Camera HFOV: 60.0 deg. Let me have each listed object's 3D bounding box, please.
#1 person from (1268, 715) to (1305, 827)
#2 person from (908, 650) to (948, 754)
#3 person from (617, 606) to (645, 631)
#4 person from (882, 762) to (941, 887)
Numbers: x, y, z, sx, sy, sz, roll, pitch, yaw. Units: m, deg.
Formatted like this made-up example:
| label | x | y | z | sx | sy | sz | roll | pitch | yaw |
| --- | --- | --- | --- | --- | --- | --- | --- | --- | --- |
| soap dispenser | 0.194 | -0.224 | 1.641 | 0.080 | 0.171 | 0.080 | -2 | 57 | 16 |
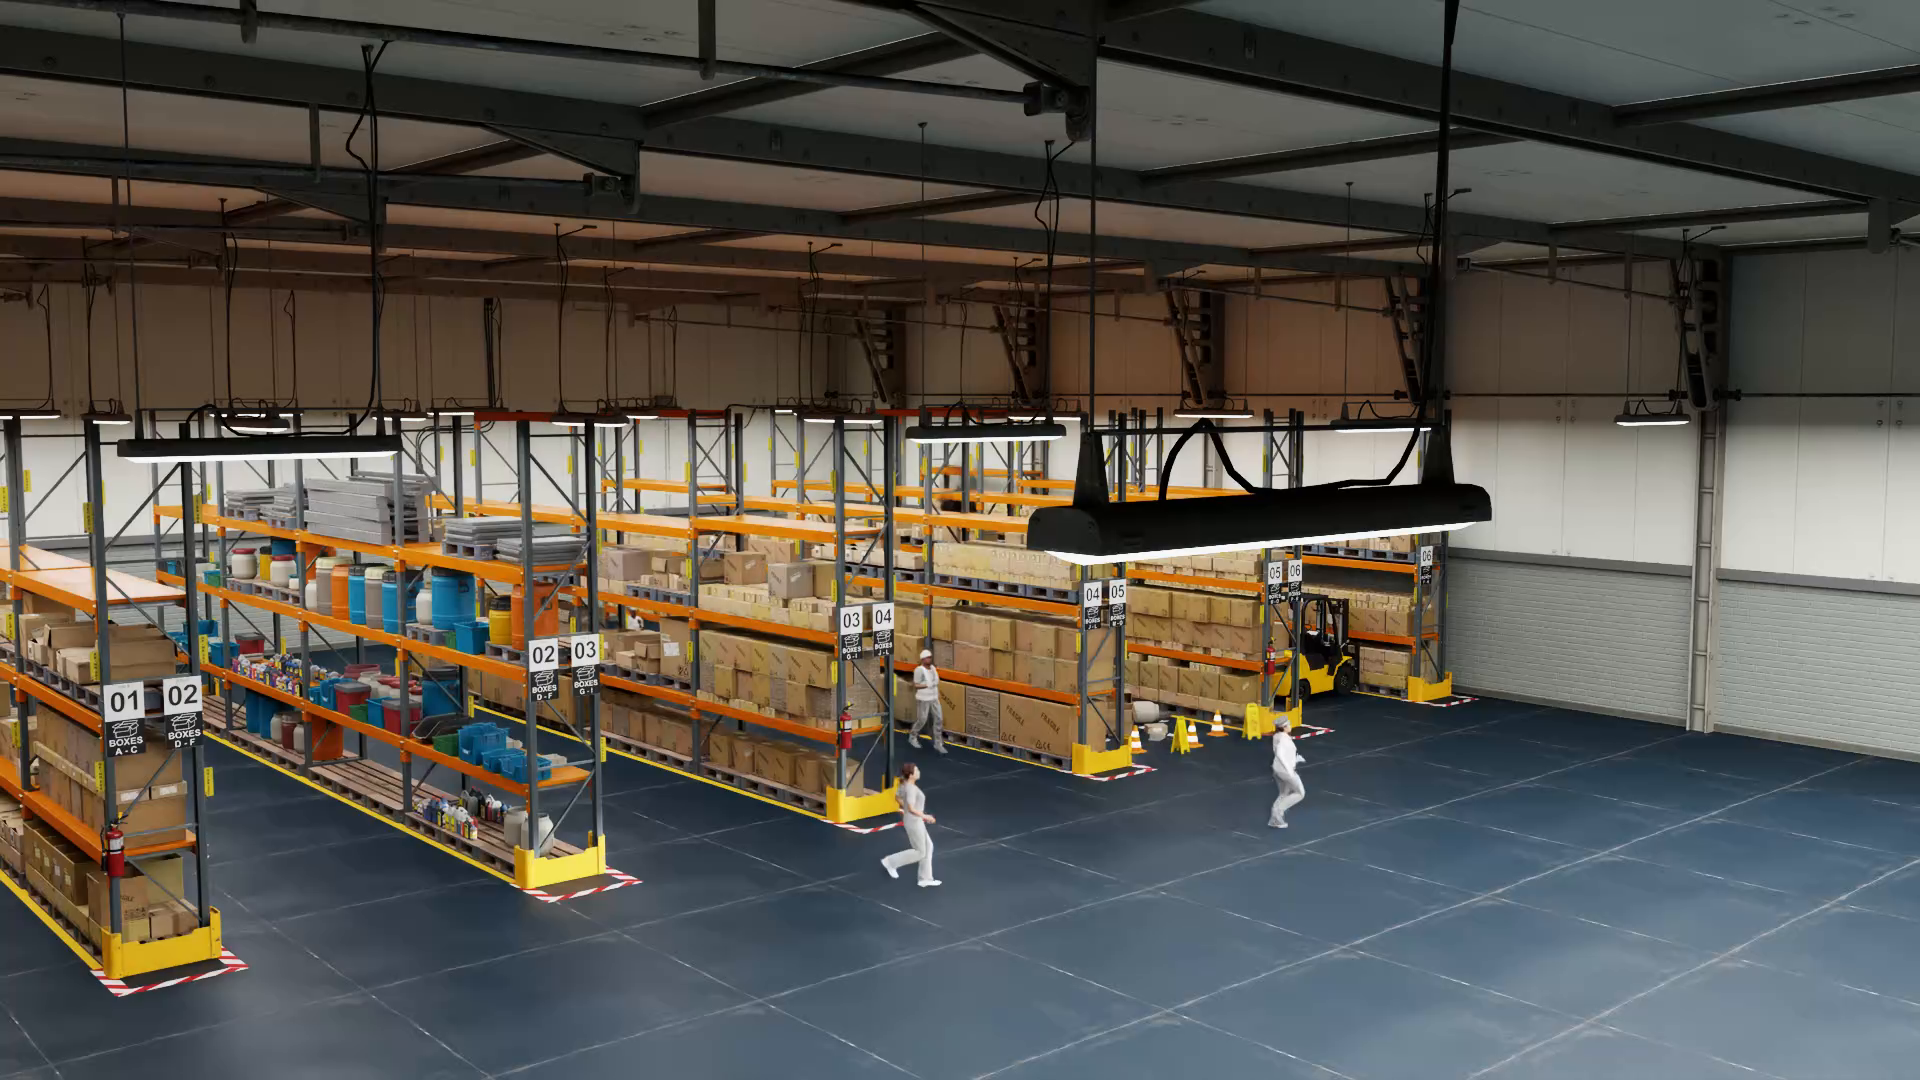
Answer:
| label | x | y | z | sx | sy | sz | roll | pitch | yaw |
| --- | --- | --- | --- | --- | --- | --- | --- | --- | --- |
| person | 4.783 | 3.369 | 24.252 | 0.556 | 1.656 | 0.610 | -1 | 5 | -11 |
| person | -0.579 | 2.844 | 29.362 | 0.824 | 1.823 | 0.664 | 5 | 7 | 42 |
| person | -7.199 | 2.288 | 36.715 | 0.546 | 1.746 | 0.713 | -5 | 7 | -42 |
| person | -0.633 | 3.653 | 21.331 | 0.791 | 1.632 | 0.580 | -1 | 5 | -13 |
